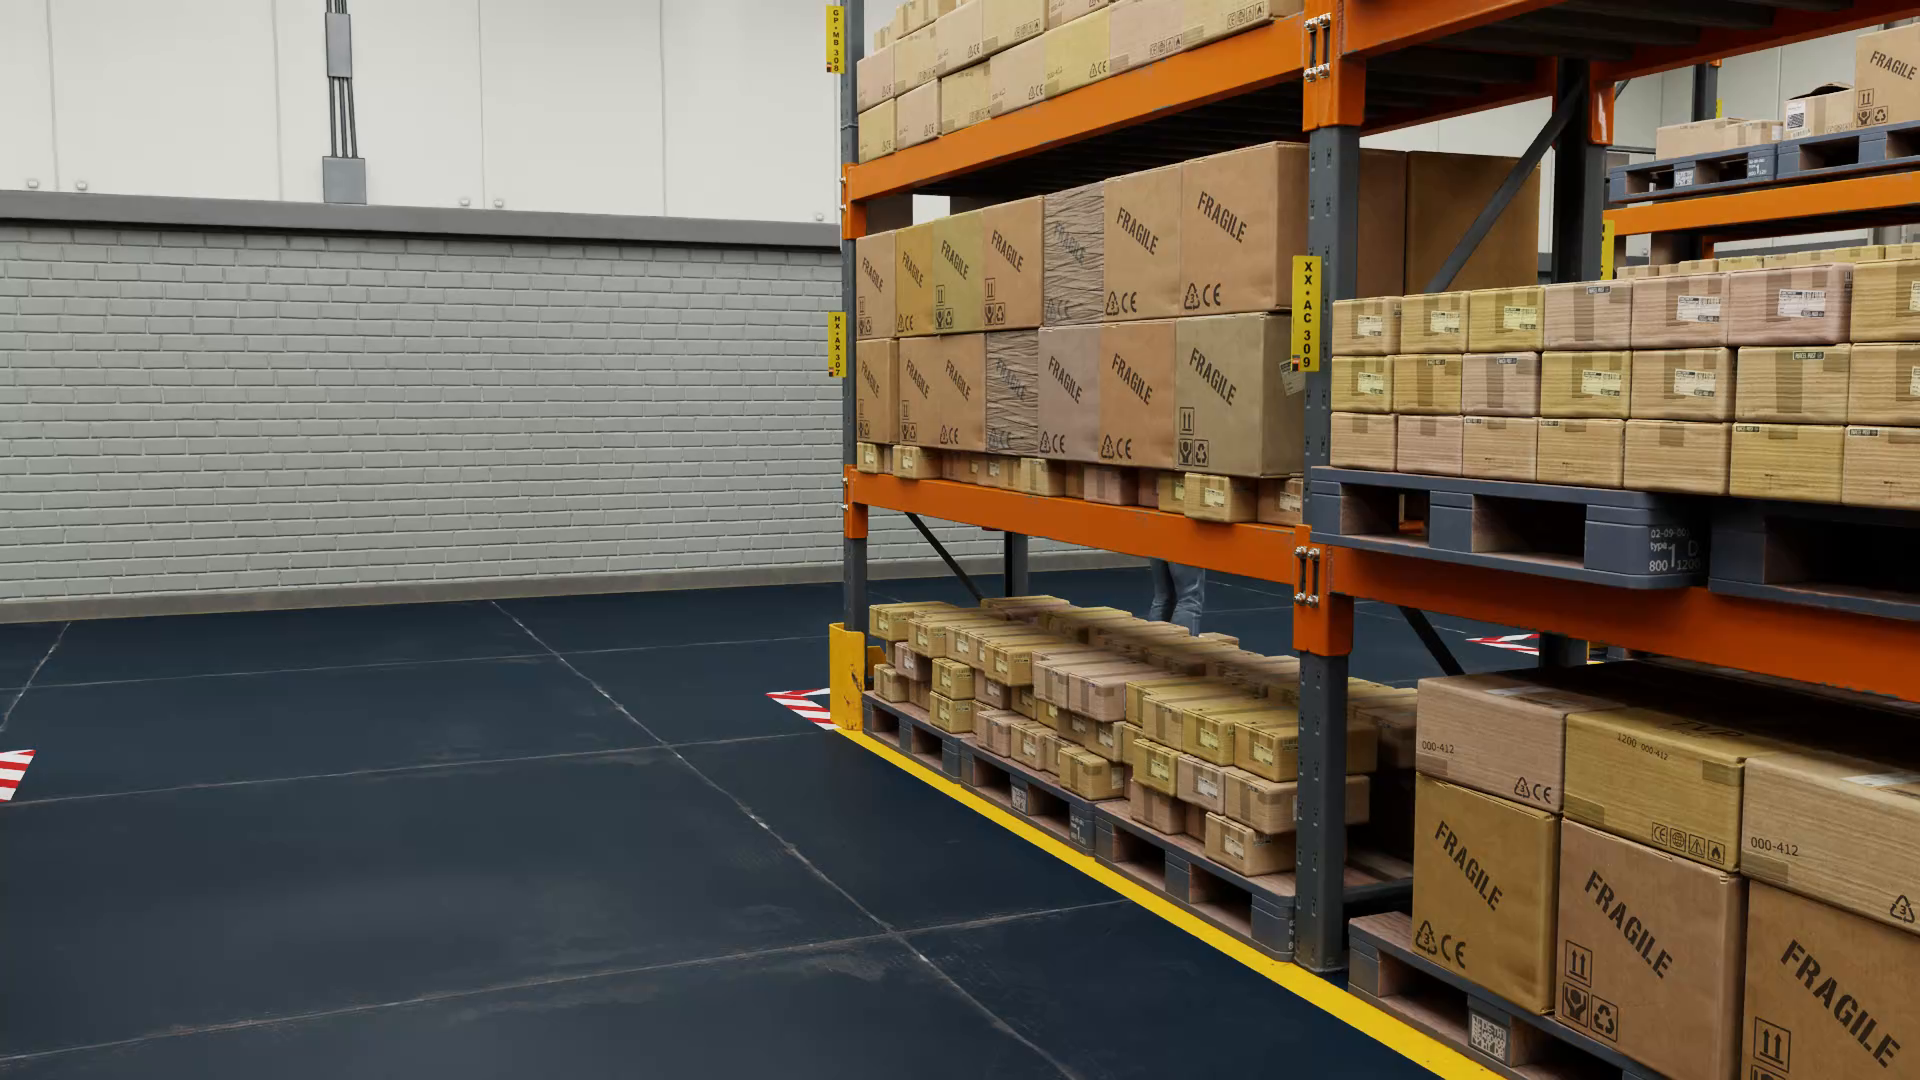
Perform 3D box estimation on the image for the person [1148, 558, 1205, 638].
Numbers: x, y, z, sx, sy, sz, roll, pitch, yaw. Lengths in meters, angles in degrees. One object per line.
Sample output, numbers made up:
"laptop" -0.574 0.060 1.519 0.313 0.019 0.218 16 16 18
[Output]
"person" 1.272 -0.047 9.666 0.463 1.760 0.635 -2 6 -25
